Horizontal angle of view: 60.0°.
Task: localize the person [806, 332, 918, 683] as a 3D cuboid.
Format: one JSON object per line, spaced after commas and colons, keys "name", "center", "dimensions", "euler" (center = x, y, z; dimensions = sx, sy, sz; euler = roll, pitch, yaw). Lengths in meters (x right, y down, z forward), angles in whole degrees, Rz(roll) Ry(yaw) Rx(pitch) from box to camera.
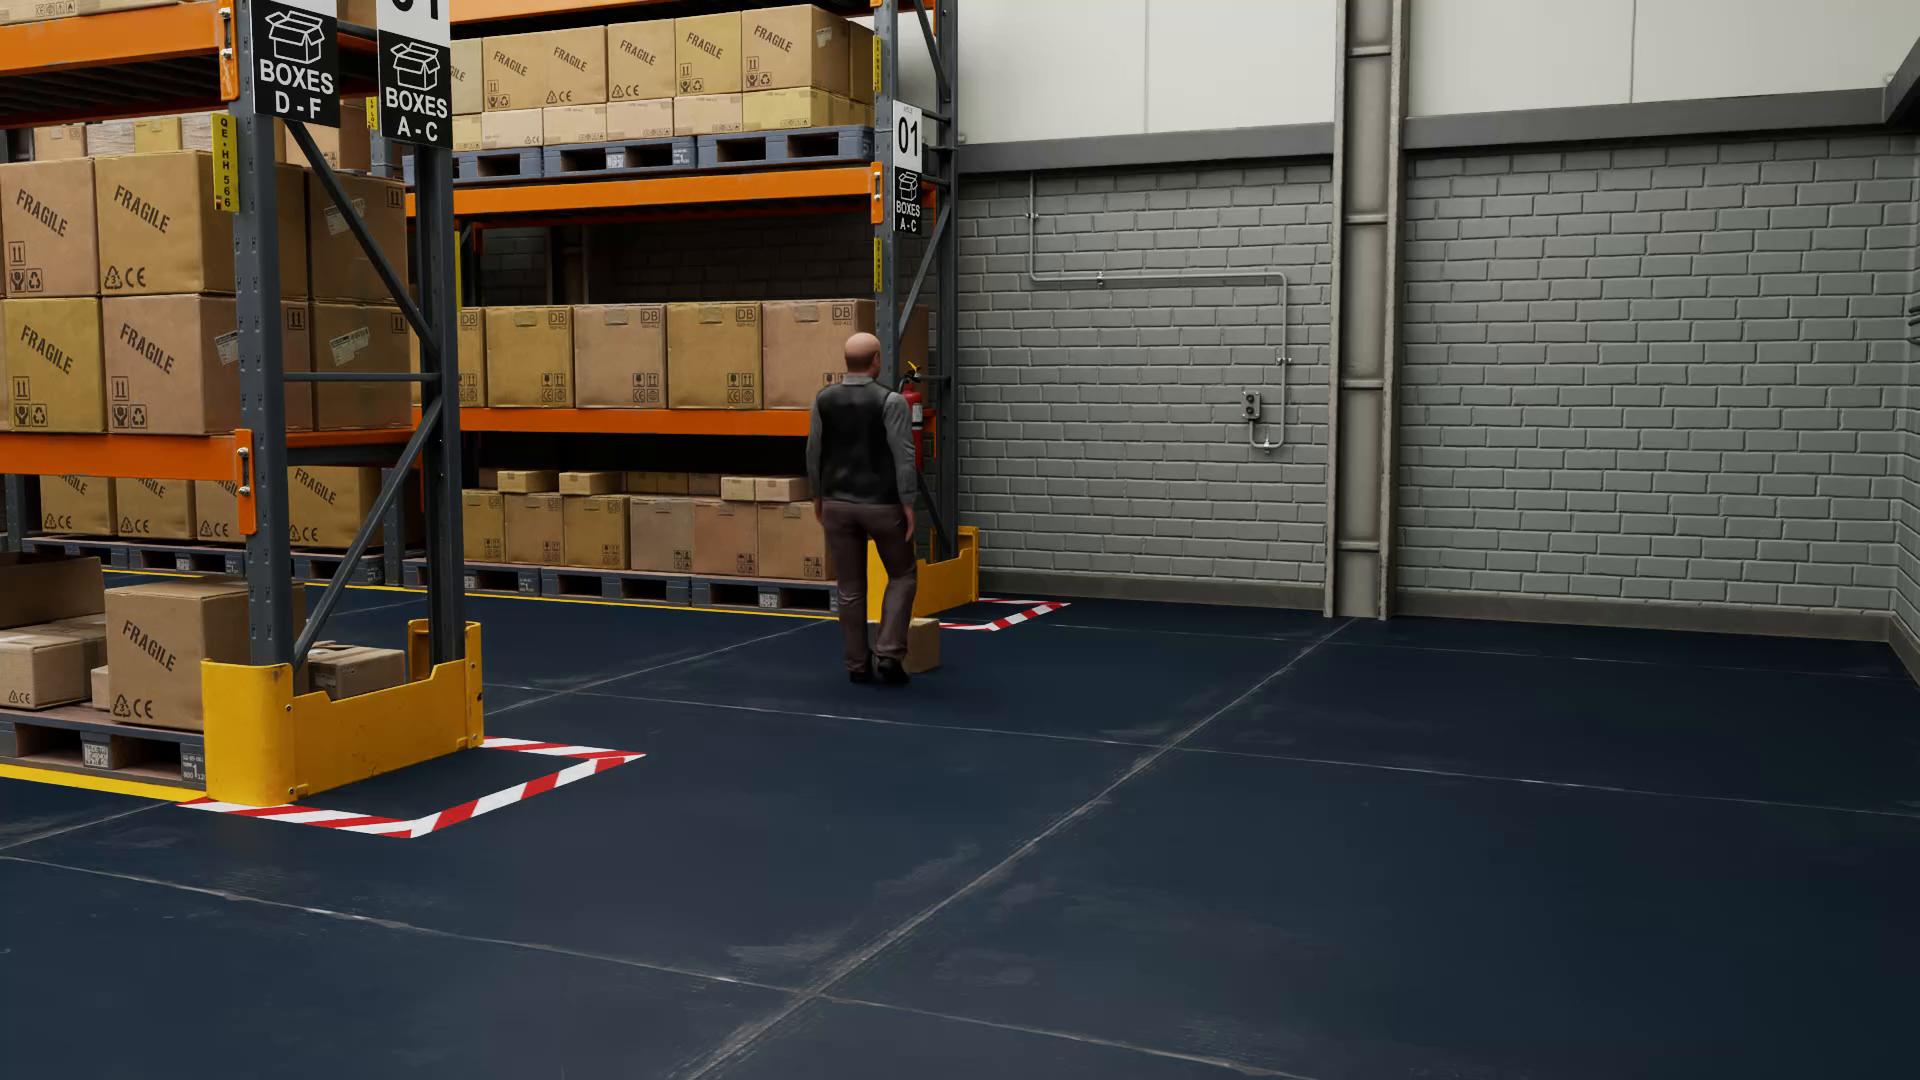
{"name": "person", "center": [-0.470, -0.142, 8.188], "dimensions": [0.595, 1.745, 0.456], "euler": [1, 6, 14]}
